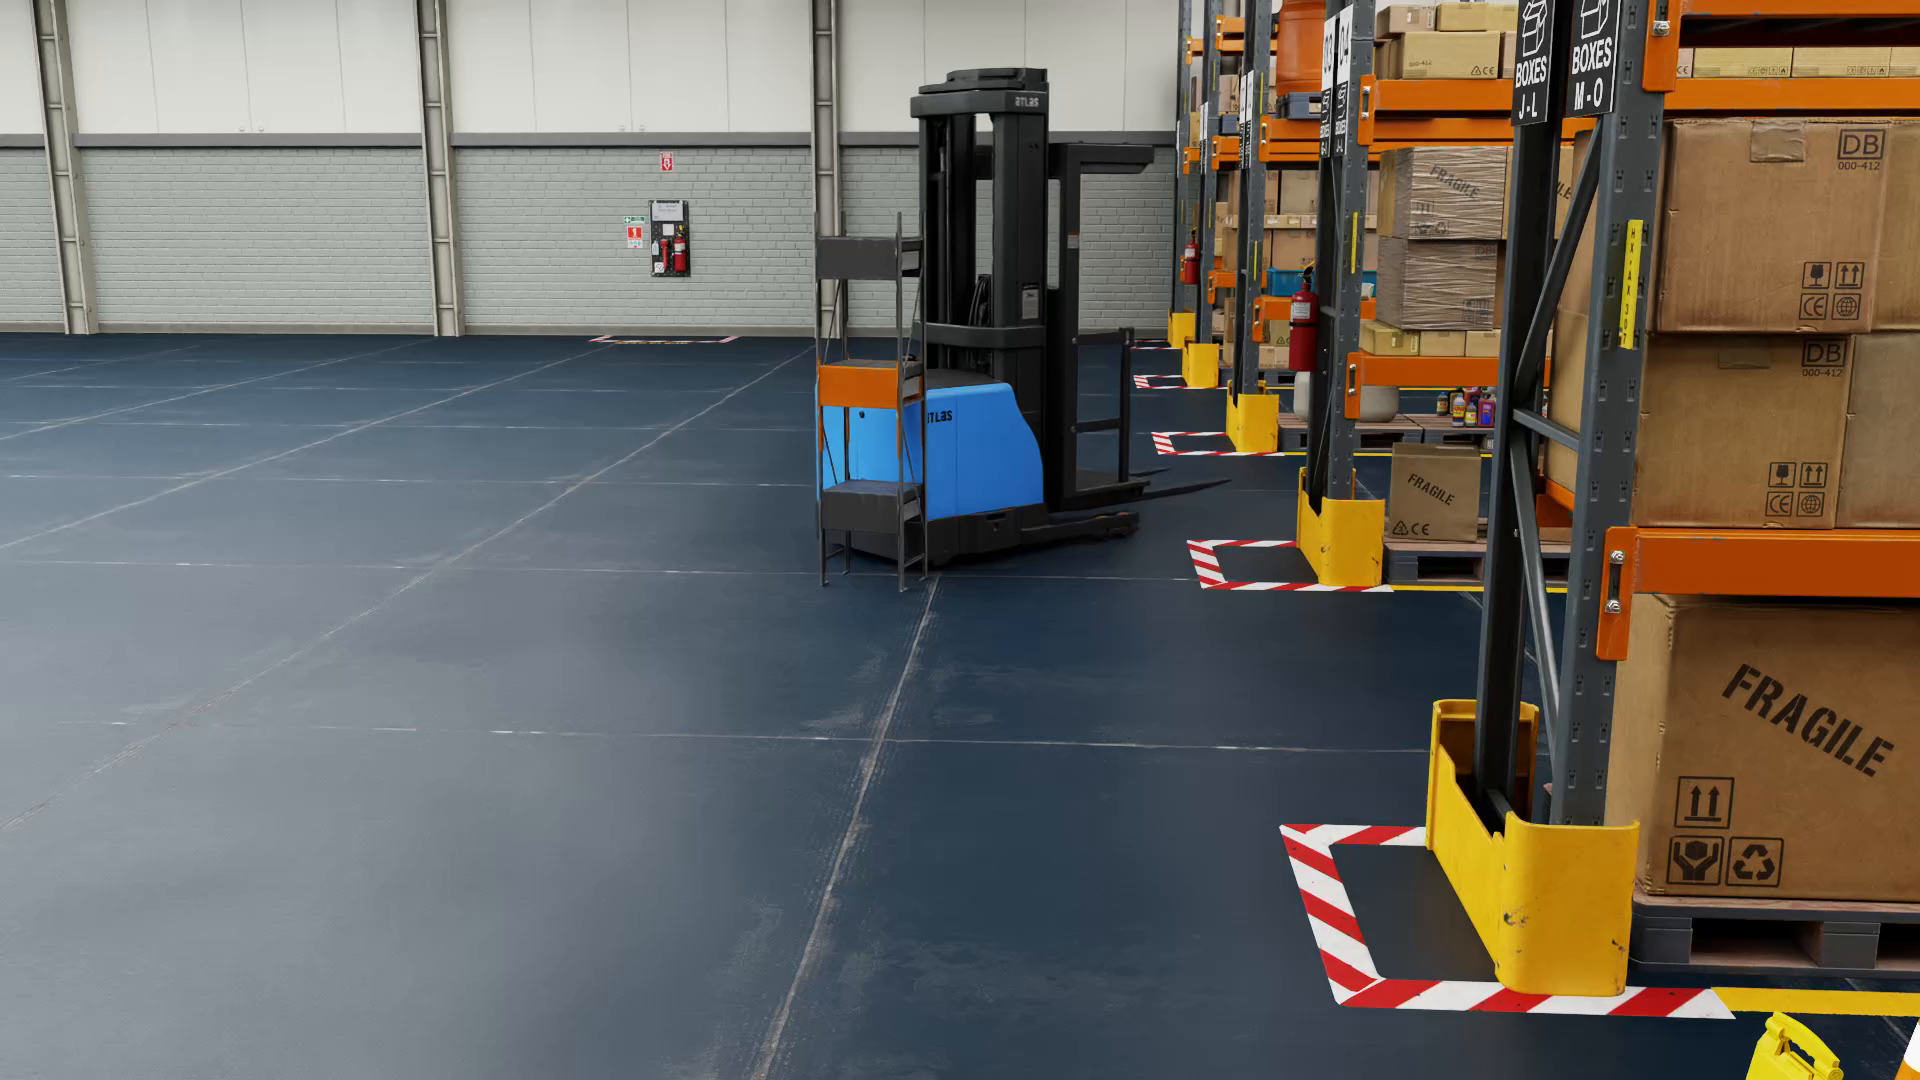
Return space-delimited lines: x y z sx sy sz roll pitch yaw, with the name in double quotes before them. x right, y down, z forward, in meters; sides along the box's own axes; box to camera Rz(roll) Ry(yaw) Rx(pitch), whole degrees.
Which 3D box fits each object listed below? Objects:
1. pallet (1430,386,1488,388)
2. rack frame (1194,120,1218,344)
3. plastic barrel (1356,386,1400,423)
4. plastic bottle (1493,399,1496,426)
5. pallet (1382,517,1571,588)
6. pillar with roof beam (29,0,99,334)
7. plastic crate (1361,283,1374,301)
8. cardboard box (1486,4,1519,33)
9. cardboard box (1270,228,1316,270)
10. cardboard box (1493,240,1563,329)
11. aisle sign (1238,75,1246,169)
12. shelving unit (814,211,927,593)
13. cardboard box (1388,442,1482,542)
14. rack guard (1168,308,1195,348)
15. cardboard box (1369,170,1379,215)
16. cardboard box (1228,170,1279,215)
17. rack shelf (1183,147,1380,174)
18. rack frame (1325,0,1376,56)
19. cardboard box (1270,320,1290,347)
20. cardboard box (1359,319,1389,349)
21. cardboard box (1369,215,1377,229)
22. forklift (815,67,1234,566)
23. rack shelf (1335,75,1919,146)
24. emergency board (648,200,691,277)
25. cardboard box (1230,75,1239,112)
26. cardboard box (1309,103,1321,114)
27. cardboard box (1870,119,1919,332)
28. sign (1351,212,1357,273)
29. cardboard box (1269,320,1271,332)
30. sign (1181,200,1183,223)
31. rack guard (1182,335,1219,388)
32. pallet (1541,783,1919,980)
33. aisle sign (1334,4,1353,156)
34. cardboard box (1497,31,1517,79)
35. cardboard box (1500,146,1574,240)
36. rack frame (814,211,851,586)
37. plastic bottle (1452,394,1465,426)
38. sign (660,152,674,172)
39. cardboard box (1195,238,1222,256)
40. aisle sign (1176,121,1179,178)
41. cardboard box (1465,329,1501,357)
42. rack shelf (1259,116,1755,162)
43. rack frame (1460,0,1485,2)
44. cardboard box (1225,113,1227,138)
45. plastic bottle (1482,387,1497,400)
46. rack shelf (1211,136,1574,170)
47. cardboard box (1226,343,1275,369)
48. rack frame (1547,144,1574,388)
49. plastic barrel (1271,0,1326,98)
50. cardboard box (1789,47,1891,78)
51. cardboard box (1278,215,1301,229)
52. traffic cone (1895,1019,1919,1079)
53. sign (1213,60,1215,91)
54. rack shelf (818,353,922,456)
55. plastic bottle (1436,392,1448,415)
"pallet" 6.069 -1.945 19.552 1.213 0.211 1.003 1 12 4
"rack frame" 2.868 -3.345 19.435 0.127 3.000 1.000 1 12 4
"plastic barrel" 3.695 -1.321 14.808 0.421 0.512 0.421 0 12 0
"plastic bottle" 4.664 -1.120 14.387 0.097 0.271 0.097 0 12 0
"pallet" 3.087 0.063 9.953 1.213 0.211 1.003 1 12 4
"pillar with roof beam" -14.296 -6.828 21.431 0.400 9.000 9.100 1 12 4
"plastic crate" 3.405 -2.127 14.252 0.250 0.136 0.298 1 12 4
"cardboard box" 2.974 -2.859 9.176 0.250 0.149 0.380 1 12 3
"cardboard box" 3.857 -3.379 19.352 0.500 0.500 0.700 1 12 5
"cardboard box" 3.256 -1.521 9.741 0.500 0.500 0.875 1 12 4
"aisle sign" 2.481 -3.668 14.626 0.004 0.787 0.394 1 12 4
"shelving unit" -0.495 -0.785 9.393 0.503 2.100 0.431 4 13 19
"cardboard box" 2.824 -0.292 9.916 0.500 0.500 0.500 3 12 14
"rack guard" 3.271 -3.133 24.524 0.348 0.500 1.175 1 12 4
"cardboard box" 4.914 -4.000 19.152 0.500 0.500 0.700 1 12 4
"cardboard box" 3.386 -4.020 19.245 0.500 0.500 0.700 1 12 4
"rack shelf" 5.191 -5.446 23.909 4.000 0.370 1.077 1 12 4
"rack frame" 2.202 -4.258 9.146 0.127 3.000 1.000 1 12 4
"cardboard box" 3.887 -2.513 19.314 0.500 0.500 0.500 1 12 4
"cardboard box" 2.501 -1.237 9.969 0.250 0.149 0.380 1 12 4
"cardboard box" 4.779 -3.641 19.021 0.250 0.149 0.380 1 12 4
"forklift" 0.547 -1.503 10.797 3.031 2.935 1.130 -9 15 -38
"rack shelf" 4.198 -2.410 9.396 4.000 0.370 1.077 1 12 4
"emergency board" -4.498 -4.648 25.664 0.643 1.169 0.194 1 12 4
"cardboard box" 4.061 -6.302 23.507 0.500 0.500 0.500 1 12 3
"cardboard box" 4.030 -4.913 18.847 0.250 0.149 0.380 1 12 4
"cardboard box" 2.693 -0.910 4.789 0.550 0.550 0.875 1 12 4
"sign" 2.166 -1.635 9.142 0.005 0.325 0.100 1 12 4
"cardboard box" 4.449 -3.221 24.333 0.500 0.311 0.500 2 12 8
"sign" 3.159 -4.670 23.655 0.005 0.325 0.100 1 12 4
"rack guard" 2.844 -2.122 19.693 0.348 0.500 1.175 1 12 4
"pallet" 2.573 1.050 5.233 1.213 0.211 1.003 1 12 4
"aisle sign" 2.121 -2.534 9.205 0.004 0.787 0.394 1 12 4
"cardboard box" 3.181 -2.651 9.157 0.500 0.250 0.500 1 12 2
"cardboard box" 3.231 -1.934 9.276 0.500 0.500 0.500 1 12 4
"rack frame" -0.725 -0.802 9.473 0.015 2.100 0.400 4 13 19
"plastic bottle" 4.322 -1.125 14.409 0.097 0.271 0.097 0 12 0
"sign" -4.499 -5.803 25.524 0.199 0.298 0.001 1 12 4
"cardboard box" 3.661 -4.222 23.944 0.500 0.250 0.500 0 12 2
"aisle sign" 3.104 -5.570 23.719 0.004 0.787 0.394 1 12 4
"cardboard box" 2.968 -1.132 9.469 0.250 0.149 0.380 1 12 4
"rack shelf" 4.529 -3.422 14.233 4.000 0.370 1.077 1 12 4
"rack frame" 7.187 -7.239 23.397 0.127 3.000 1.000 1 12 4
"cardboard box" 3.629 -5.930 24.174 0.500 0.500 0.500 2 12 8
"plastic bottle" 4.783 -1.269 15.087 0.135 0.276 0.152 0 12 2
"rack shelf" 4.864 -4.434 19.071 4.000 0.370 1.077 1 12 4
"cardboard box" 3.388 -2.152 19.421 0.500 0.250 0.500 1 12 4
"rack frame" 6.859 -3.291 19.173 0.127 3.000 1.000 1 12 4
"plastic barrel" 3.027 -4.237 14.296 0.708 0.830 0.600 1 12 4
"cardboard box" 4.692 -2.630 9.054 0.500 0.250 0.500 1 12 3
"cardboard box" 3.758 -3.656 19.090 0.250 0.149 0.380 1 12 4
"traffic cone" 2.205 1.229 3.761 0.334 0.463 0.336 1 12 4
"sign" 2.825 -5.167 18.489 0.005 0.325 0.100 1 12 4
"rack shelf" -0.495 -0.772 9.395 0.480 0.518 0.431 4 13 19
"plastic bottle" 4.395 -1.244 15.147 0.097 0.201 0.097 0 12 0
